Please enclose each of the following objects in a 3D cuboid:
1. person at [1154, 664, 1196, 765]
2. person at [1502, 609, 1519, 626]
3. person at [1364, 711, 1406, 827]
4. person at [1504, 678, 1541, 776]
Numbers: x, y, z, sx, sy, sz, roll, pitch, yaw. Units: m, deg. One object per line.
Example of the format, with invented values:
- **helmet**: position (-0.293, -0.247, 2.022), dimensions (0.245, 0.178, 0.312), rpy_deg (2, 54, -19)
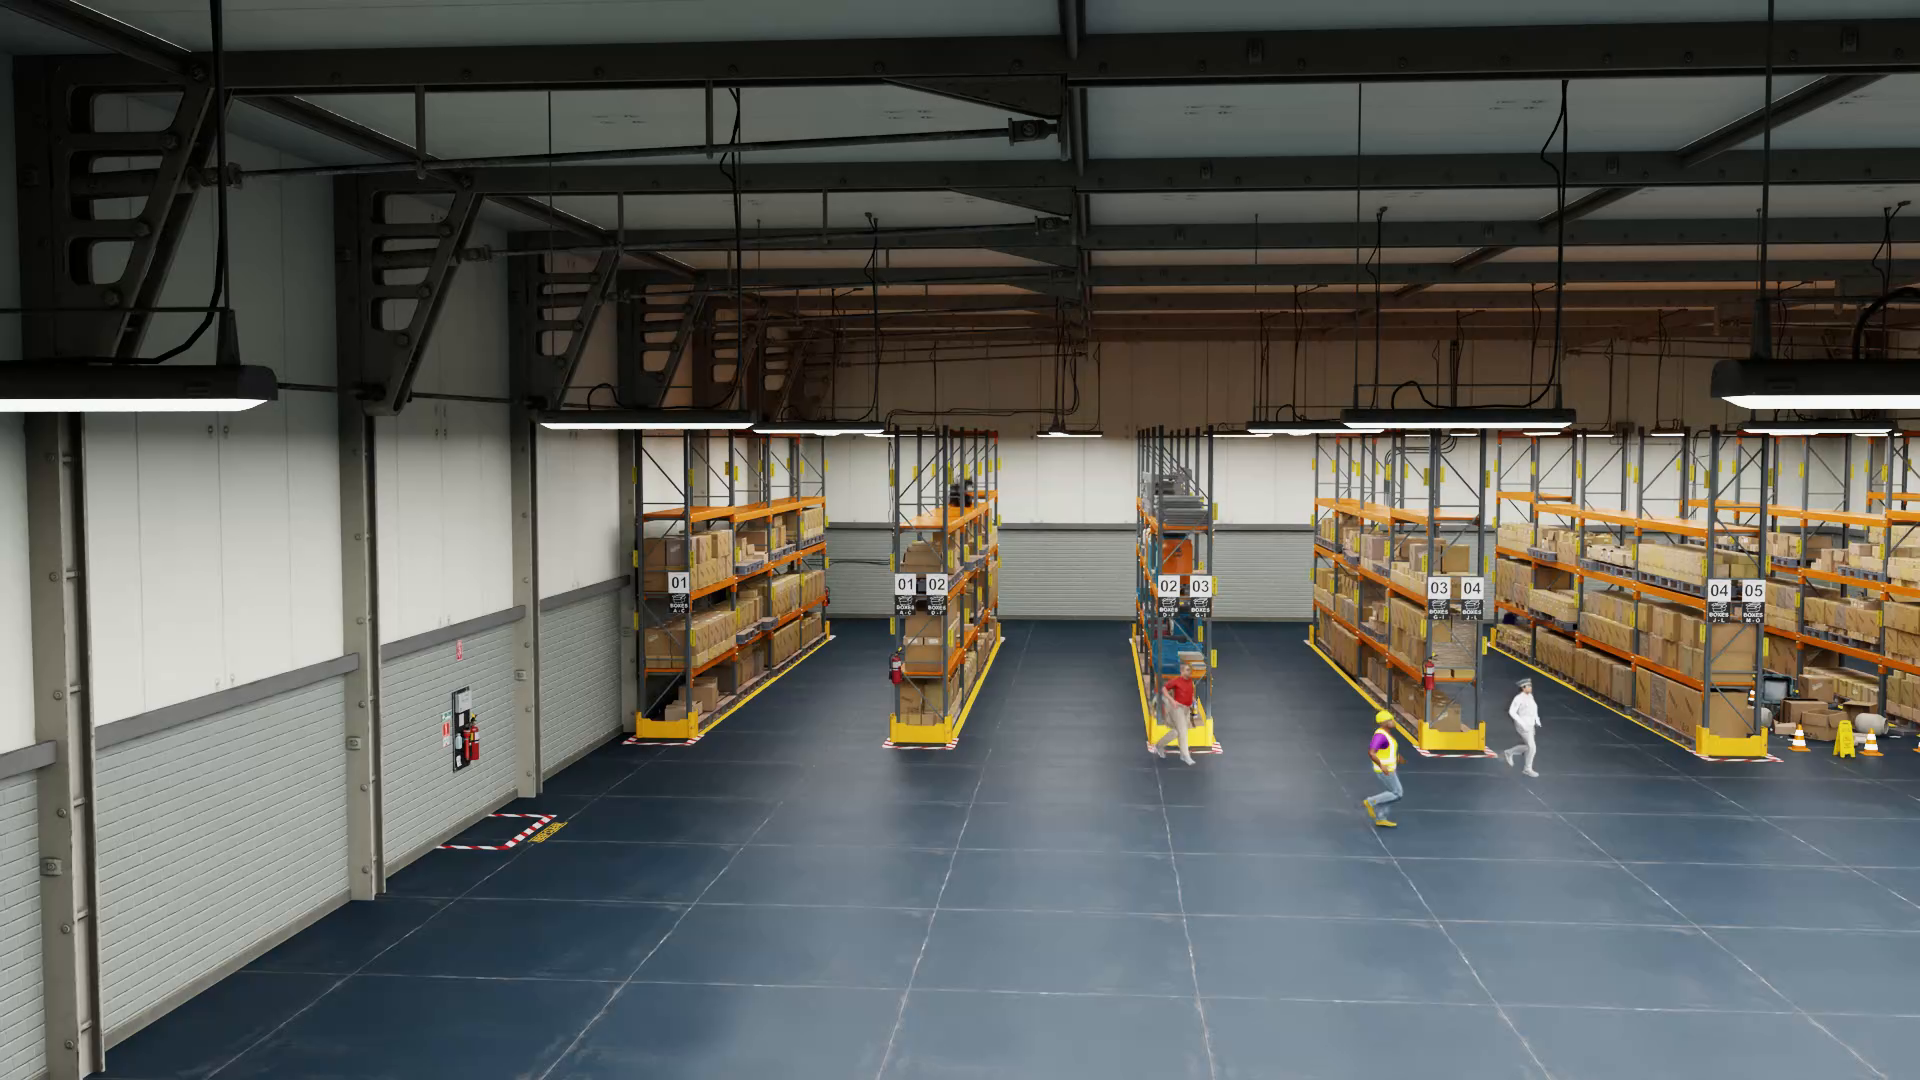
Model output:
- **person**: position (3.949, 3.086, 29.750), dimensions (0.903, 1.734, 0.680), rpy_deg (3, 4, 38)
- **person**: position (15.793, 2.100, 47.453), dimensions (0.765, 1.577, 0.687), rpy_deg (1, 4, 20)
- **person**: position (6.294, 3.384, 24.612), dimensions (0.584, 1.717, 0.703), rpy_deg (1, 4, 21)
- **person**: position (9.631, 3.179, 28.526), dimensions (0.651, 1.664, 0.686), rpy_deg (-3, 5, -42)
